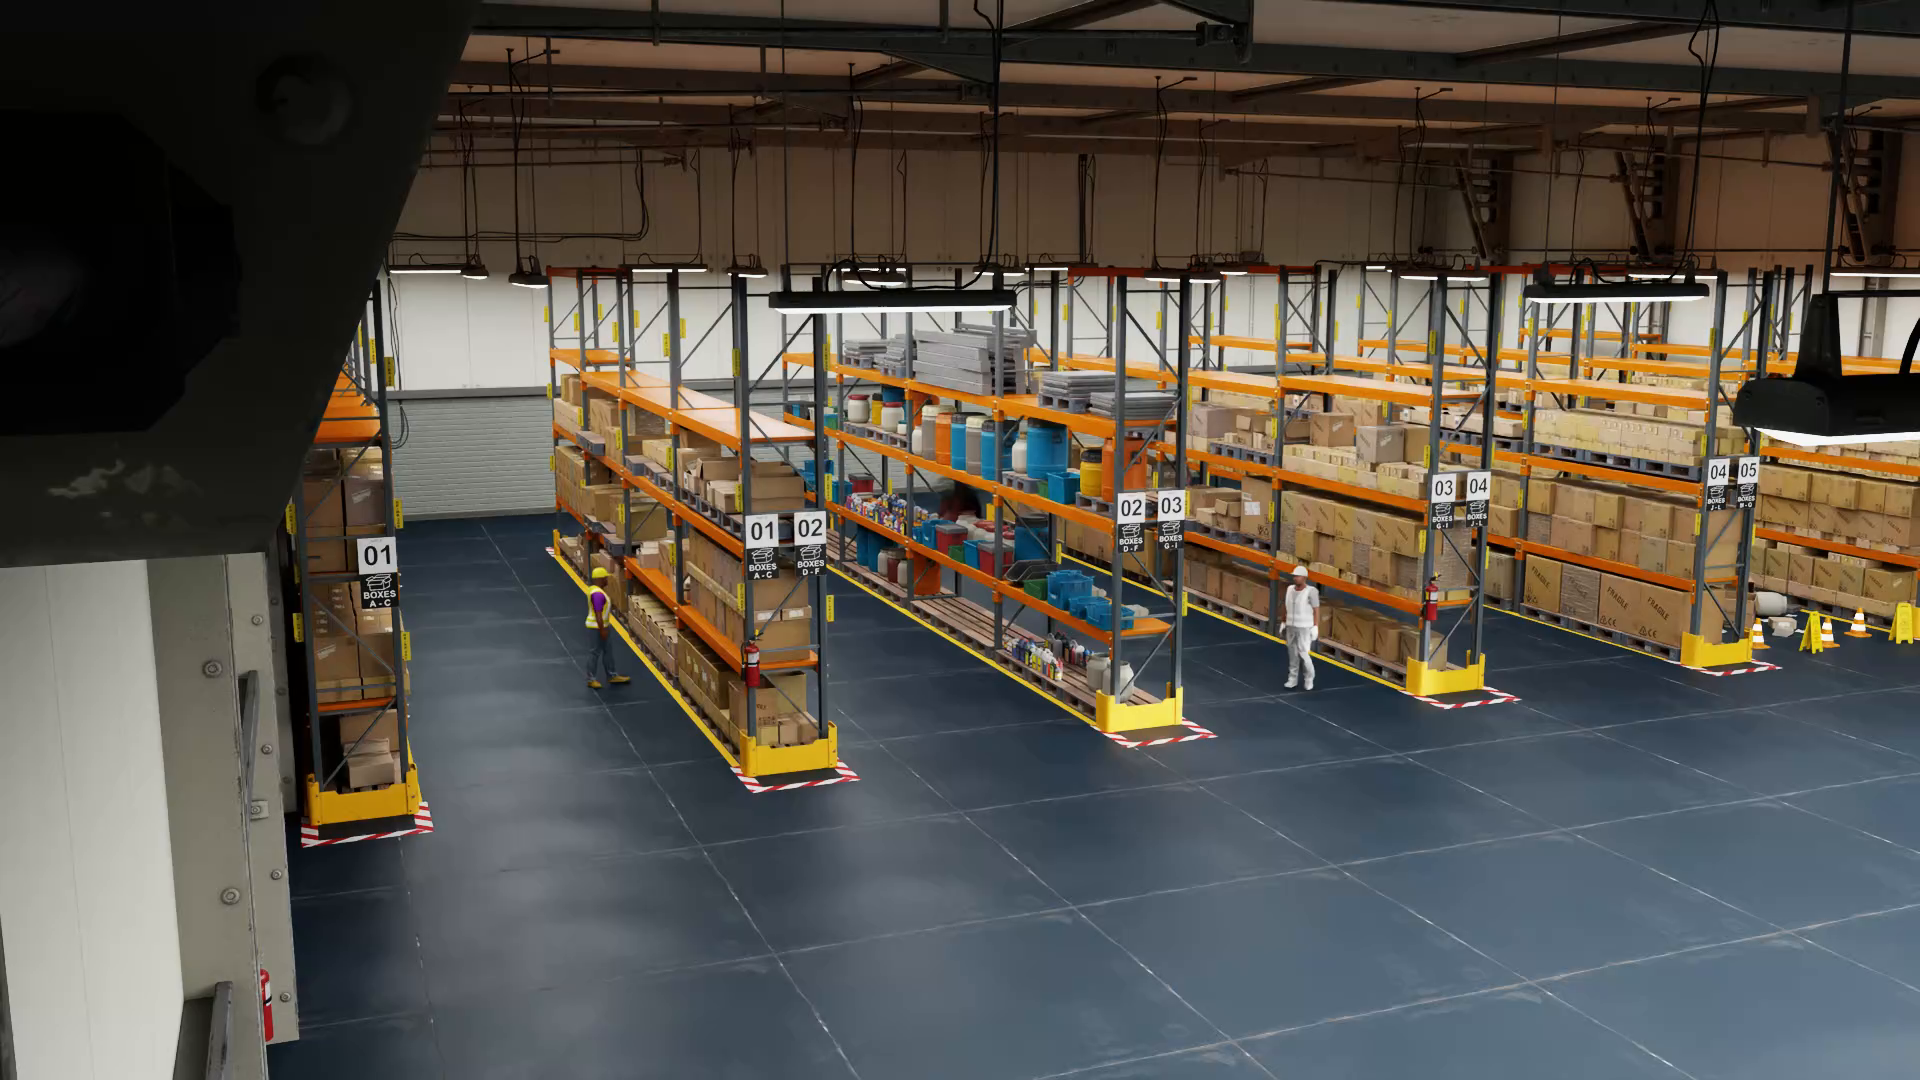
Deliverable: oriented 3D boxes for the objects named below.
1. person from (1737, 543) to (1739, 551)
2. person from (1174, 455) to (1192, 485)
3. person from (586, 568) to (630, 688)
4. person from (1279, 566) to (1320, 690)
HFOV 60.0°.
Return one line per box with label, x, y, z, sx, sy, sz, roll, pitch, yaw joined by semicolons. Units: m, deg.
person;16.159;-0.442;34.408;0.567;1.686;0.767;-5;11;-26
person;5.050;-1.166;38.174;0.552;1.724;1.098;-4;11;-22
person;-5.195;1.274;24.297;0.581;1.759;0.604;1;10;3
person;4.922;1.268;24.180;0.392;1.790;0.612;-8;13;-40
